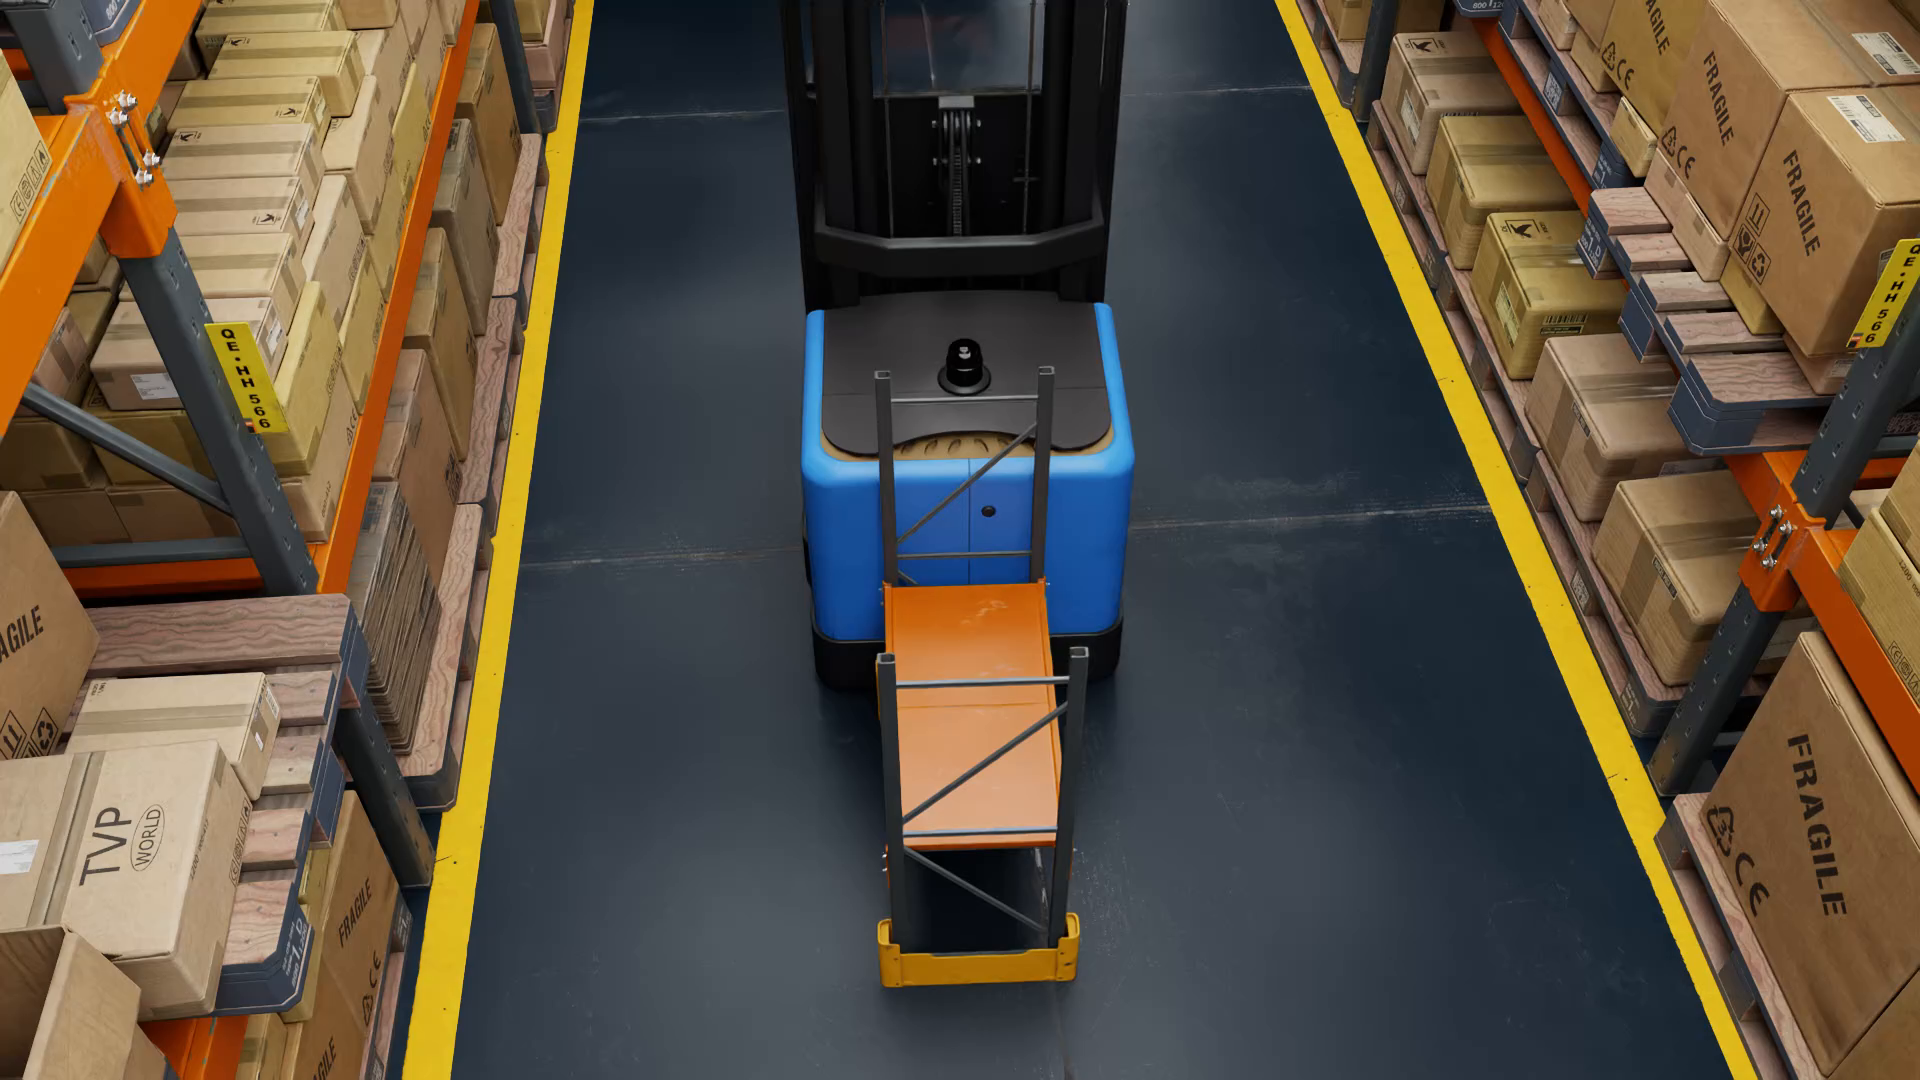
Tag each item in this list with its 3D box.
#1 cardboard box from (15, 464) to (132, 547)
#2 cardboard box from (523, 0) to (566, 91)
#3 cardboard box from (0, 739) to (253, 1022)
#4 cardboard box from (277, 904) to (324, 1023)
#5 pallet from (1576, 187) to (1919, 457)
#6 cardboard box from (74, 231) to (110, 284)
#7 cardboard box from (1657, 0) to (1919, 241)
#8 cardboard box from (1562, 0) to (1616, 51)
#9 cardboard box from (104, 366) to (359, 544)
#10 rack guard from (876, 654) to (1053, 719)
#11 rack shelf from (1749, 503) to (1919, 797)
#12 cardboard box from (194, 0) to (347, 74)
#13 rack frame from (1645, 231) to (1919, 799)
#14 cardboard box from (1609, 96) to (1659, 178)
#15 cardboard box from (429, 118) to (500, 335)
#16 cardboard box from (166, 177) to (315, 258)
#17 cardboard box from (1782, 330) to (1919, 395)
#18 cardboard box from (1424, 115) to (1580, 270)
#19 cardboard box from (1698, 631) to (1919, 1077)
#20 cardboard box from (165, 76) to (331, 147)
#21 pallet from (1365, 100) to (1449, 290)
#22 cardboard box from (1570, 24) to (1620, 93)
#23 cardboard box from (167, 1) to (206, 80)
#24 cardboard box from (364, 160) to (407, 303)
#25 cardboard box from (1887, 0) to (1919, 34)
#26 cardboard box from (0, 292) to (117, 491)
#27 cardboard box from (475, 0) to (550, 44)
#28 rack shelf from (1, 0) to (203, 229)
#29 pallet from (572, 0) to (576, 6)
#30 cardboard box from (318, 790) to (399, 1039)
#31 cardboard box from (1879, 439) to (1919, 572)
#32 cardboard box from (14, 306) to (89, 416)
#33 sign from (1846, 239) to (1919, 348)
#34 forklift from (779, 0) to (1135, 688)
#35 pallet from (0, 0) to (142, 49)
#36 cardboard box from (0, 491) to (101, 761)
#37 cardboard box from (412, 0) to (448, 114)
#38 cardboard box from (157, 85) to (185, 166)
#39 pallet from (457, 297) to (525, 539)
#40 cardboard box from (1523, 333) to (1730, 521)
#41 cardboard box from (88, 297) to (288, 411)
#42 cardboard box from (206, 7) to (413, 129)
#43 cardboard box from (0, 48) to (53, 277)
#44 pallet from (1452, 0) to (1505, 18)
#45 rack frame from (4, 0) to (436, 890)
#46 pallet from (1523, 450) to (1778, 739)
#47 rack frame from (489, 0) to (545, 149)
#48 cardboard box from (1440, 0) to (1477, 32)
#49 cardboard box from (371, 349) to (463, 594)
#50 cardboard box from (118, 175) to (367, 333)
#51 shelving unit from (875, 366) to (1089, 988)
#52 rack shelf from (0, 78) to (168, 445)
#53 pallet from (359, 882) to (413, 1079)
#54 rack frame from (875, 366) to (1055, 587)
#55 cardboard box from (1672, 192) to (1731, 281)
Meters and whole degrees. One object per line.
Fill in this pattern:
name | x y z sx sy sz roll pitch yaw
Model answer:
cardboard box | -2.456 -0.213 4.489 0.500 0.250 0.500 -4 47 -4
cardboard box | -2.209 -2.418 8.078 0.500 0.250 0.500 -3 47 -3
cardboard box | -1.753 0.696 3.339 0.500 0.250 0.500 -5 47 -5
cardboard box | -1.816 1.075 4.152 0.380 0.149 0.250 -6 47 -5
pallet | 2.617 -0.702 4.981 1.213 0.211 1.003 -3 47 -3
cardboard box | -2.487 -0.809 4.434 0.380 0.149 0.250 -4 47 -3
cardboard box | 2.413 -1.226 4.782 0.500 0.500 0.500 -4 47 -4
cardboard box | 2.325 -1.986 5.502 0.500 0.500 0.500 -5 47 -5
cardboard box | -1.957 -0.239 4.514 0.500 0.250 0.500 -3 47 -3
rack guard | 0.014 0.493 5.611 0.587 0.250 0.087 -2 47 -2
rack shelf | 2.950 1.435 3.320 1.077 0.370 4.000 -3 47 -3
cardboard box | -2.133 -1.576 5.161 0.380 0.149 0.250 -3 47 -3
rack frame | 2.782 -0.259 4.429 1.000 3.000 0.127 -3 47 -3
cardboard box | 2.310 -1.290 5.290 0.380 0.149 0.250 -3 47 -3
cardboard box | -2.386 -1.238 6.703 0.875 0.625 0.625 -4 47 -4
cardboard box | -1.967 -0.838 4.462 0.380 0.149 0.250 -2 47 -2
cardboard box | 2.521 -0.540 4.579 0.380 0.149 0.250 -2 47 -2
cardboard box | 2.558 -1.495 7.120 0.950 0.372 0.625 -1 47 -1
cardboard box | 2.758 0.832 4.570 0.875 0.875 0.875 -4 47 -4
cardboard box | -2.053 -1.206 4.811 0.380 0.149 0.250 -3 47 -3
pallet | 2.514 -1.631 7.649 1.003 0.211 1.213 -3 47 -3
cardboard box | 2.312 -1.656 5.636 0.380 0.149 0.250 -5 47 -5
cardboard box | -2.540 -1.545 5.132 0.380 0.149 0.250 -2 47 -2
cardboard box | -2.044 -0.976 5.211 0.500 0.250 0.500 -5 47 -5
cardboard box | 2.925 -1.256 4.811 0.500 0.500 0.500 -1 47 -1
cardboard box | -2.478 -0.383 4.306 0.500 0.250 0.500 -3 47 -2
cardboard box | -2.231 -2.588 7.896 0.500 0.250 0.500 -4 47 -3
rack shelf | -2.331 -2.186 4.684 1.077 0.370 4.000 -3 47 -3
pallet | -2.628 -3.353 9.280 1.003 0.211 1.213 -3 47 -3
cardboard box | -1.914 1.053 4.619 0.500 0.500 0.500 -2 47 -2
cardboard box | 2.579 0.002 3.941 0.500 0.250 0.500 -4 47 -4
cardboard box | -2.392 -0.435 4.081 0.380 0.149 0.250 -2 47 -2
sign | 2.243 -0.590 4.000 0.100 0.325 0.005 -3 47 -3
forklift | -0.031 -1.564 5.713 1.130 2.935 3.031 -2 47 -2
pallet | -2.309 -1.407 3.581 1.213 0.211 1.003 -2 47 -1
cardboard box | -2.276 0.248 3.591 0.500 0.500 0.500 -2 47 -1
cardboard box | -2.137 -1.724 5.920 0.500 0.250 0.500 -3 47 -3
cardboard box | -2.562 -1.116 5.000 0.500 0.250 0.500 -4 47 -4
pallet | -2.293 -0.475 6.554 1.003 0.211 1.213 -3 47 -3
cardboard box | 2.675 -0.443 6.124 0.950 0.372 0.625 -4 47 -4
cardboard box | -1.897 -0.461 4.105 0.380 0.149 0.250 -2 47 -2
cardboard box | -2.092 -1.521 5.384 0.500 0.250 0.500 -3 47 -3
cardboard box | -1.879 -0.578 2.769 0.500 0.250 0.500 -5 47 -5
pallet | 2.367 -2.525 6.708 1.003 0.211 1.213 -3 47 -3
rack frame | -2.163 0.045 4.141 1.000 3.000 0.127 -3 47 -3
pallet | 2.719 0.134 5.977 1.003 0.211 1.213 -3 47 -3
rack frame | -2.498 -2.849 6.882 1.000 3.000 0.127 -3 47 -3
cardboard box | 2.667 -2.795 8.436 0.500 0.250 0.500 -5 47 -5
cardboard box | -2.265 -0.207 5.726 0.875 0.625 0.625 -2 47 -2
cardboard box | -1.998 -0.773 4.675 0.500 0.250 0.500 -2 47 -2
shelving unit | 0.034 0.425 4.815 0.587 1.500 1.083 -2 47 -2
rack shelf | -1.996 0.708 1.943 1.077 0.370 4.000 -3 47 -3
pallet | -2.139 1.547 4.640 1.003 0.211 1.213 -3 47 -3
rack frame | 0.013 0.050 5.170 0.500 1.500 0.032 -2 47 -2
cardboard box | 2.360 -0.909 4.929 0.380 0.149 0.250 -4 47 -4
